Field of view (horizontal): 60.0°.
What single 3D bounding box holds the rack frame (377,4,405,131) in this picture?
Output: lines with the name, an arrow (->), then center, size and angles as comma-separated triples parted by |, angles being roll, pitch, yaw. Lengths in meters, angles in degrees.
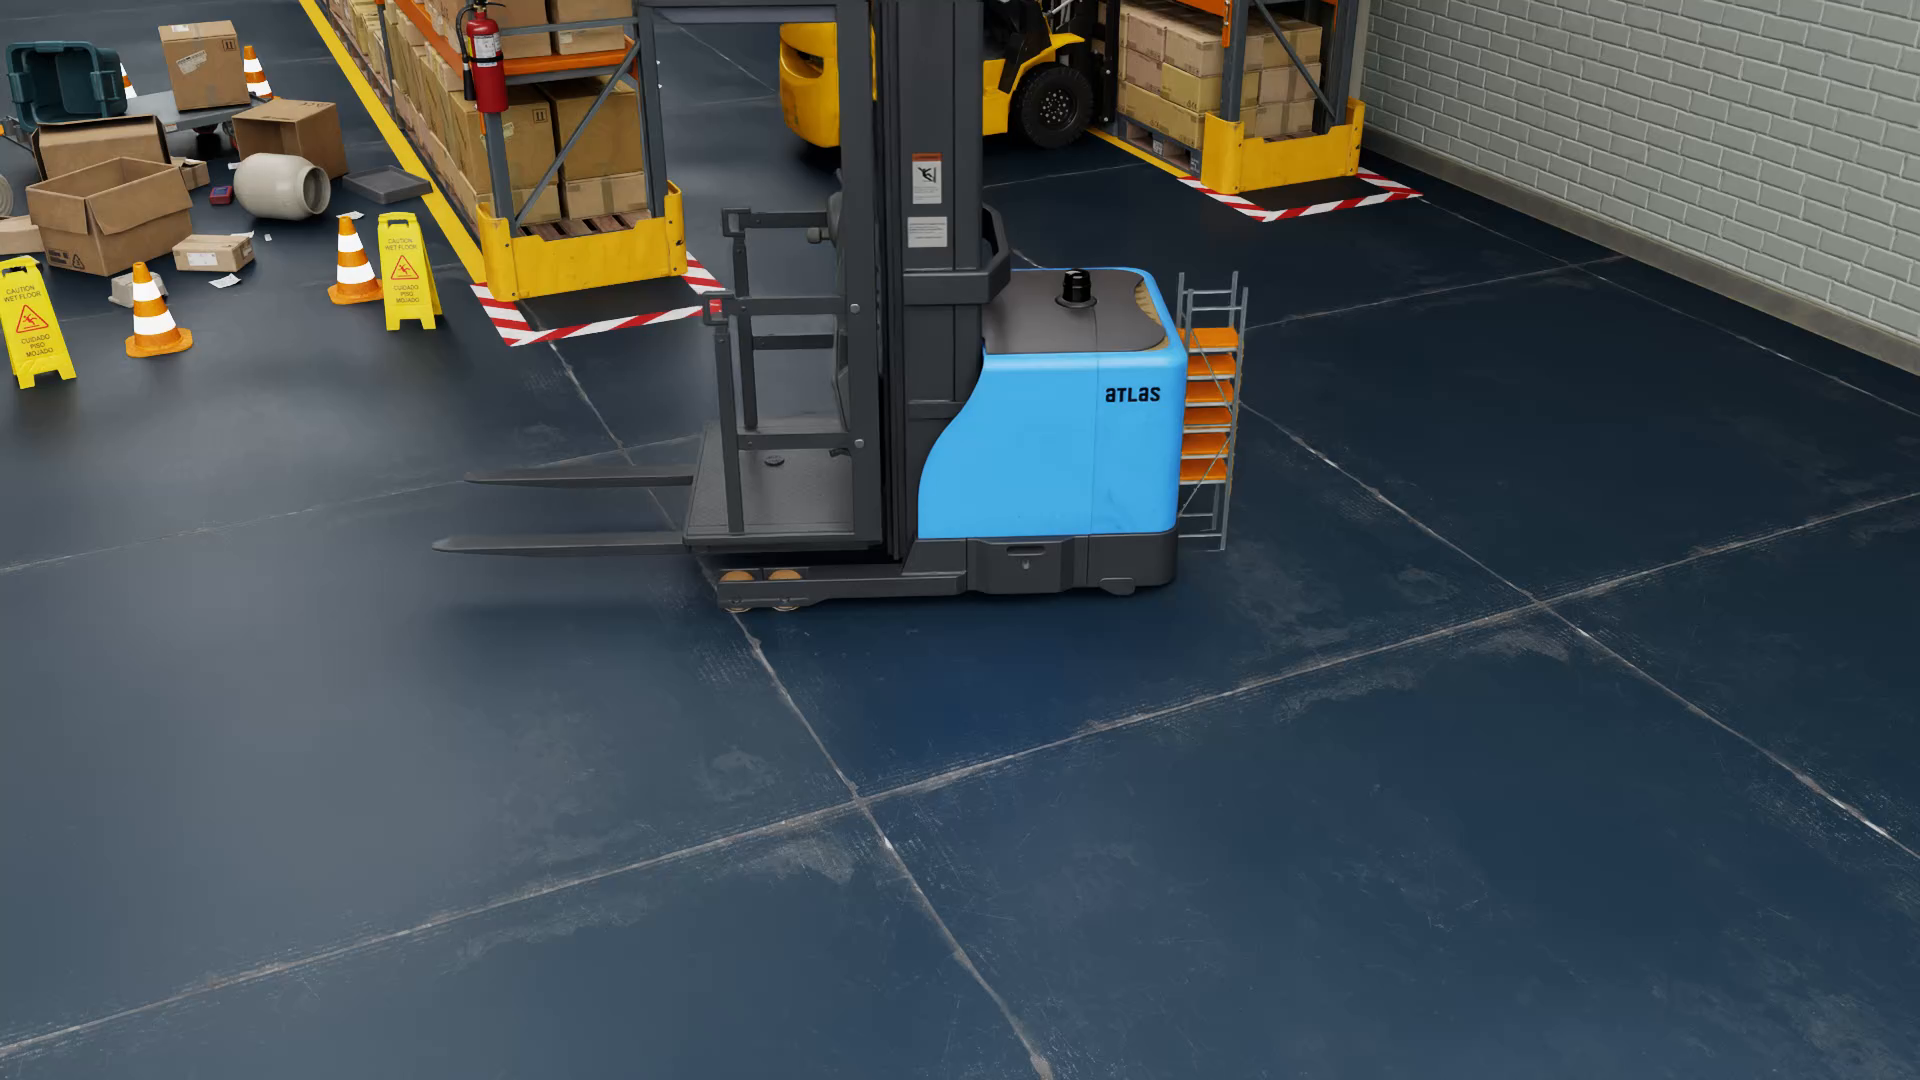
rack frame -> -3.931, -4.623, 12.428 | 1.000, 3.000, 0.127 | -13, 32, -22

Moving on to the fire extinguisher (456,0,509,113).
fire extinguisher -> -2.581, -2.675, 9.033 | 0.296, 0.674, 0.183 | -13, 32, -22

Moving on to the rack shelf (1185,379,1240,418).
rack shelf -> 1.014, -0.582, 6.907 | 0.258, 0.103, 0.180 | -2, 29, -4

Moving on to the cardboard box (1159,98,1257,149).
cardboard box -> 1.781, -3.025, 11.960 | 0.500, 0.250, 0.500 | -13, 32, -22

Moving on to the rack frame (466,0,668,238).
rack frame -> -2.214, -2.856, 9.277 | 1.000, 3.000, 0.127 | -13, 32, -22

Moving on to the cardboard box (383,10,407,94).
cardboard box -> -3.922, -3.617, 12.248 | 0.500, 0.500, 0.500 | -12, 31, -20

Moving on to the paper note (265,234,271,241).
paper note -> -4.461, -1.950, 10.718 | 0.032, 0.001, 0.123 | -13, 32, -22

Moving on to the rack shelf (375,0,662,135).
rack shelf -> -3.072, -3.426, 11.028 | 1.077, 0.370, 4.000 | -13, 32, -22

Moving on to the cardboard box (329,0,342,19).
cardboard box -> -5.415, -5.175, 15.670 | 0.950, 0.372, 0.625 | -15, 33, -25

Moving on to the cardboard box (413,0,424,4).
cardboard box -> -3.411, -3.635, 10.922 | 0.380, 0.149, 0.250 | -13, 32, -22

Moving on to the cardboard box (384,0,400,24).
cardboard box -> -3.922, -3.832, 11.969 | 0.380, 0.149, 0.250 | -13, 32, -21

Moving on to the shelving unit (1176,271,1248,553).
shelving unit -> 1.014, -0.516, 6.944 | 0.258, 1.200, 0.189 | -2, 29, -4

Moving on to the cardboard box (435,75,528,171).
cardboard box -> -3.020, -2.696, 10.606 | 0.500, 0.500, 0.500 | -12, 31, -20

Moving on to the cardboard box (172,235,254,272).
cardboard box -> -4.601, -1.767, 10.249 | 0.380, 0.149, 0.250 | 2, 29, 4

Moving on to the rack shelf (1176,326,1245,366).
rack shelf -> 1.014, -0.791, 6.789 | 0.258, 0.103, 0.180 | -2, 29, -4

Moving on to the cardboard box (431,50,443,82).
cardboard box -> -3.117, -3.009, 10.501 | 0.380, 0.149, 0.250 | -13, 32, -21

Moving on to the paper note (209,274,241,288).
paper note -> -4.417, -1.561, 10.002 | 0.142, 0.019, 0.148 | 26, 38, 38

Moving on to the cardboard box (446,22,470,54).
cardboard box -> -2.777, -2.955, 9.711 | 0.380, 0.149, 0.250 | -13, 32, -23

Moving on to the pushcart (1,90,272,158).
pushcart -> -5.969, -2.979, 12.176 | 0.936, 0.377, 1.648 | 26, 38, 38

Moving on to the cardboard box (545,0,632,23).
cardboard box -> -2.167, -3.297, 9.656 | 0.500, 0.500, 0.500 | -14, 32, -23

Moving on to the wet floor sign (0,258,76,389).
wet floor sign -> -4.840, -1.148, 8.638 | 0.267, 0.644, 0.232 | -19, 35, -30

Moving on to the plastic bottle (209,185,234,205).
plastic bottle -> -5.071, -2.378, 11.427 | 0.133, 0.061, 0.283 | -8, 30, -13

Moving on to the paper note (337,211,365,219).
paper note -> -4.059, -2.167, 11.083 | 0.148, 0.019, 0.142 | 26, 38, 38

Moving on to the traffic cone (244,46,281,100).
traffic cone -> -5.728, -3.770, 13.501 | 0.336, 0.463, 0.334 | -13, 32, -22

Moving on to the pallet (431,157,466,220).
pallet -> -3.083, -2.578, 11.631 | 1.003, 0.211, 1.213 | -13, 32, -22

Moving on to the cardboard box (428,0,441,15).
cardboard box -> -2.906, -3.434, 9.900 | 0.500, 0.500, 0.500 | -13, 32, -22

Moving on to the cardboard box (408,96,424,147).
cardboard box -> -3.682, -3.056, 12.015 | 0.500, 0.250, 0.500 | -11, 31, -19

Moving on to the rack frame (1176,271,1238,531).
rack frame -> 1.007, -0.561, 7.023 | 0.240, 1.200, 0.006 | -2, 29, -4

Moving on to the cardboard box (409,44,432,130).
cardboard box -> -3.460, -3.153, 11.422 | 0.500, 0.500, 0.500 | -11, 31, -19

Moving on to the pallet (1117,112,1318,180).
pallet -> 1.901, -3.013, 12.407 | 1.003, 0.211, 1.213 | -13, 32, -22

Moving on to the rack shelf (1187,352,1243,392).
rack shelf -> 1.014, -0.687, 6.848 | 0.258, 0.103, 0.180 | -2, 29, -4

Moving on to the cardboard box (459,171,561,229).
cardboard box -> -2.814, -2.151, 10.401 | 0.500, 0.250, 0.500 | -13, 32, -22

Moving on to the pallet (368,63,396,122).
pallet -> -4.267, -3.750, 13.722 | 1.003, 0.211, 1.213 | -13, 32, -22

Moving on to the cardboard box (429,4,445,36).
cardboard box -> -3.005, -3.181, 10.112 | 0.380, 0.149, 0.250 | -13, 32, -21

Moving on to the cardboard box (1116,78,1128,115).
cardboard box -> 1.369, -3.470, 12.753 | 0.500, 0.250, 0.500 | -13, 32, -21

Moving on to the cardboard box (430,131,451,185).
cardboard box -> -3.249, -2.601, 11.204 | 0.500, 0.250, 0.500 | -14, 32, -24

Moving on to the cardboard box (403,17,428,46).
cardboard box -> -3.582, -3.487, 11.353 | 0.380, 0.149, 0.250 | -11, 31, -19

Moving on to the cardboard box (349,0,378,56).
cardboard box -> -4.770, -4.515, 14.492 | 0.950, 0.372, 0.625 | -12, 31, -20

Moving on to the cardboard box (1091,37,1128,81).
cardboard box -> 1.330, -3.699, 12.650 | 0.500, 0.250, 0.500 | -14, 32, -23

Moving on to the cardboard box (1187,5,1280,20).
cardboard box -> 2.014, -3.792, 12.305 | 0.500, 0.250, 0.500 | -13, 32, -22

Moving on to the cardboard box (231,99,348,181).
cardboard box -> -4.700, -2.775, 11.685 | 0.500, 0.500, 0.500 | 7, 30, 13

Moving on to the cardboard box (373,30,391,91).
cardboard box -> -4.158, -3.891, 13.380 | 0.950, 0.372, 0.625 | -13, 32, -21

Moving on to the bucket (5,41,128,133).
bucket -> -6.218, -3.198, 11.679 | 0.726, 0.611, 0.620 | -3, 19, -5

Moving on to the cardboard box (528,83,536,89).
cardboard box -> -2.549, -2.822, 10.831 | 0.500, 0.500, 0.500 | -14, 32, -24

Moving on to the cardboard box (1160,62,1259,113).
cardboard box -> 1.776, -3.251, 11.852 | 0.500, 0.250, 0.500 | -14, 32, -23

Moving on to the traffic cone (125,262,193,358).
traffic cone -> -4.420, -1.285, 9.069 | 0.336, 0.463, 0.334 | -13, 32, -22

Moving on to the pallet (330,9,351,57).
pallet -> -5.314, -4.828, 15.645 | 1.003, 0.211, 1.213 | -13, 32, -22

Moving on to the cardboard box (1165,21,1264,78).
cardboard box -> 1.788, -3.458, 11.709 | 0.500, 0.250, 0.500 | -12, 31, -20

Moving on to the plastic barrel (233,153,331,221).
plastic barrel -> -4.468, -2.327, 10.967 | 0.512, 0.421, 0.421 | 7, 30, 13

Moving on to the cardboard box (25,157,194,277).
cardboard box -> -5.254, -2.012, 10.323 | 0.637, 0.503, 0.797 | 13, 32, 21

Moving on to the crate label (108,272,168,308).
crate label -> -4.814, -1.478, 9.745 | 0.298, 0.136, 0.250 | 19, 34, 30

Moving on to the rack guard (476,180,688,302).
rack guard -> -2.246, -1.799, 9.948 | 1.175, 0.500, 0.348 | -13, 32, -22

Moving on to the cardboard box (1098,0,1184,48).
cardboard box -> 1.338, -3.903, 12.503 | 0.500, 0.250, 0.500 | -13, 32, -21

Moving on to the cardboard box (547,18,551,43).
cardboard box -> -2.294, -3.049, 9.877 | 0.380, 0.149, 0.250 | -13, 32, -21

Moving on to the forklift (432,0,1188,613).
forklift -> -0.645, -1.251, 6.483 | 3.031, 2.935, 1.130 | -1, 29, -3

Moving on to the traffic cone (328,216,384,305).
traffic cone -> -3.564, -1.669, 9.753 | 0.336, 0.463, 0.334 | -13, 32, -22
